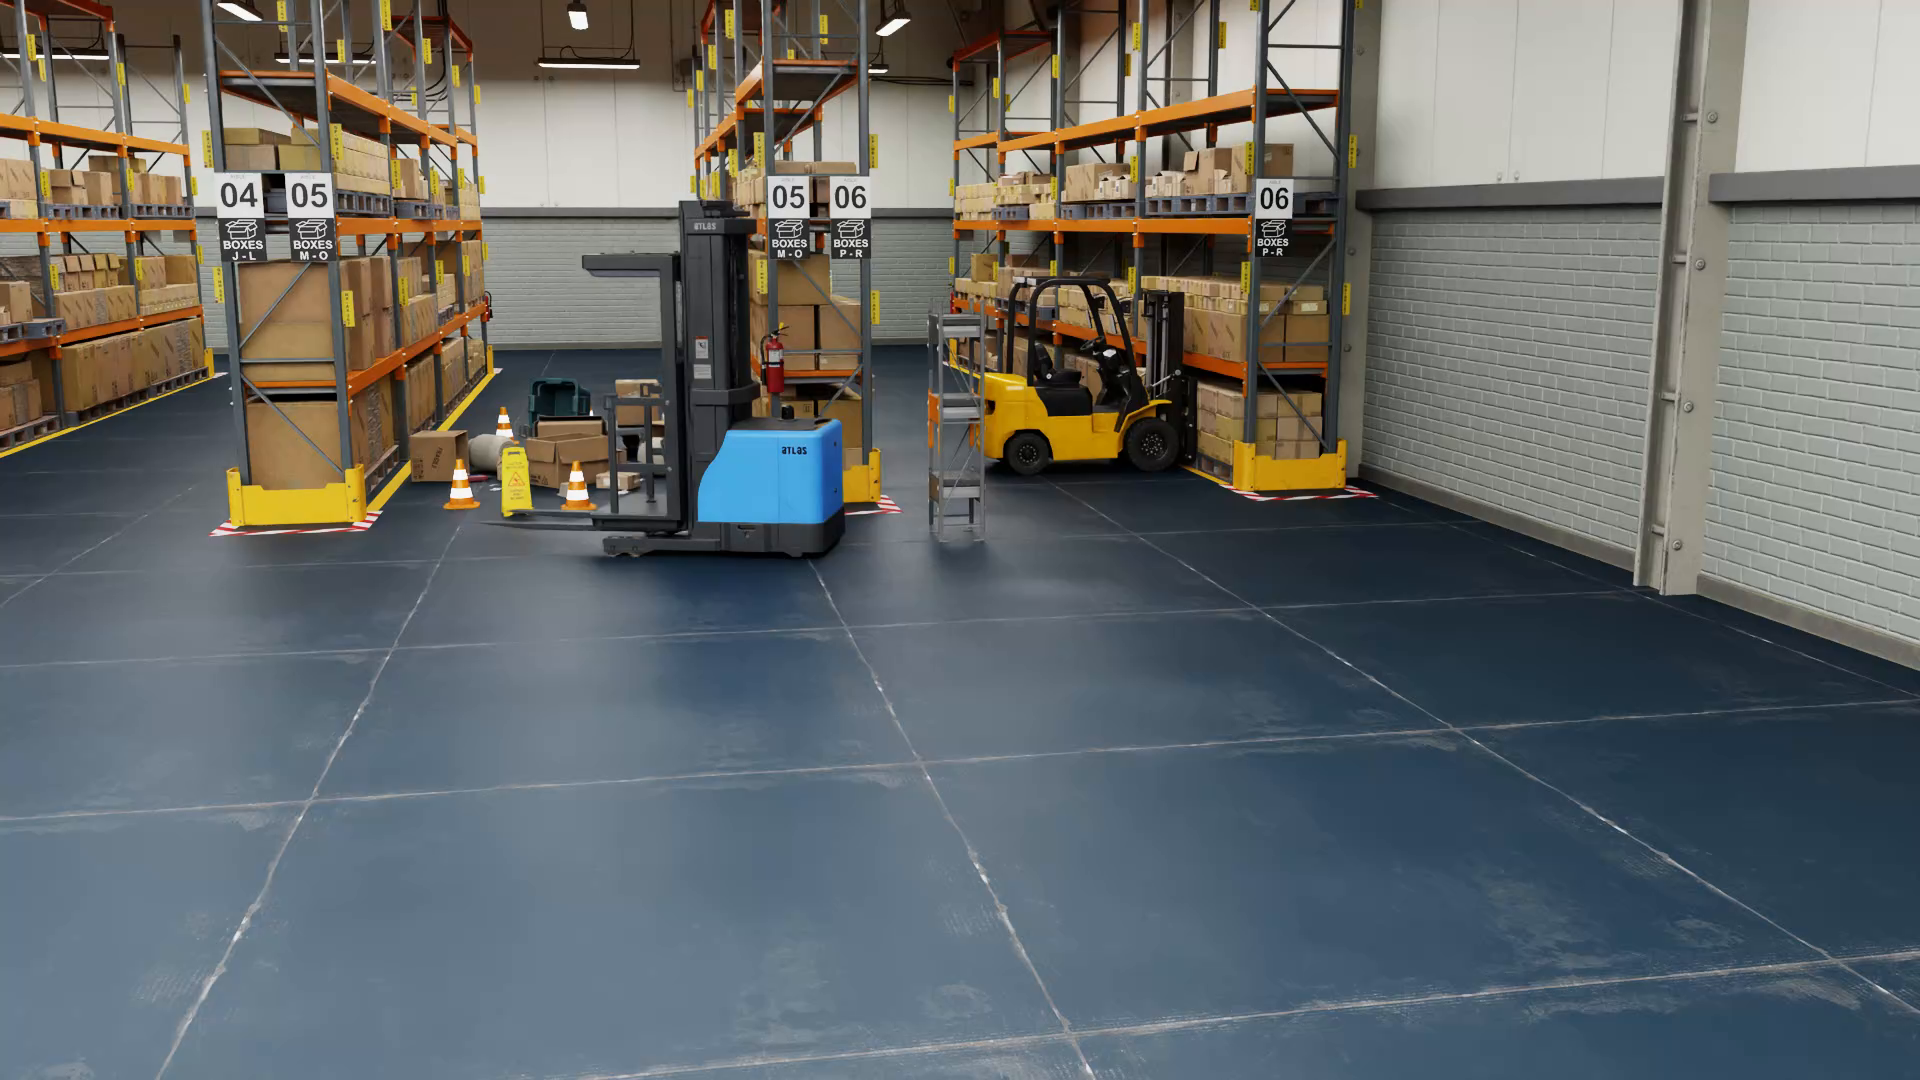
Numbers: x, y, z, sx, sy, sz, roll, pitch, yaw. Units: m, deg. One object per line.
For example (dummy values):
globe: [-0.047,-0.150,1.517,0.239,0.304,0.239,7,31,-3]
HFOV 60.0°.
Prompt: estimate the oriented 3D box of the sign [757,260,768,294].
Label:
sign: [-1.929,-2.566,16.212,0.100,0.325,0.005,-2,11,-11]

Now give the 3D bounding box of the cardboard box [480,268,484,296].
cardboard box: [-8.988,-4.716,30.390,0.500,0.500,0.500,-2,11,-10]

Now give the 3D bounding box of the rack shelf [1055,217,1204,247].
rack shelf: [2.321,-4.260,22.957,1.077,0.370,4.000,-2,11,-11]

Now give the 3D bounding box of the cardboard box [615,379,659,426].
cardboard box: [-3.899,-1.665,20.085,0.500,0.500,0.500,-2,11,-11]

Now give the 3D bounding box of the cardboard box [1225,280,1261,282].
cardboard box: [3.304,-2.956,19.405,0.380,0.149,0.250,-2,11,-9]

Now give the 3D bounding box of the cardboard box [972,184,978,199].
cardboard box: [0.516,-6.396,30.525,0.500,0.250,0.500,-2,11,-9]

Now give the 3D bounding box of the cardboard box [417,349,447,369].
cardboard box: [-7.669,-2.609,23.937,0.500,0.250,0.500,-3,11,-14]

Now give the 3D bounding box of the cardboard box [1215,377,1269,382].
cardboard box: [3.299,-1.759,19.472,0.500,0.250,0.500,-2,11,-12]

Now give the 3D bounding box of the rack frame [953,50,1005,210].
rack frame: [0.376,-7.921,32.245,1.000,3.000,0.127,-2,11,-11]

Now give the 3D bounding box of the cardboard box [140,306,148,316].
cardboard box: [-13.166,-3.641,26.478,0.380,0.149,0.250,-2,11,-11]

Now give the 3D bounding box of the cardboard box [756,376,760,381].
cardboard box: [-2.025,-1.698,18.083,0.380,0.149,0.250,-2,11,-9]

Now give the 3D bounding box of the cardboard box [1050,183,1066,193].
cardboard box: [1.575,-5.301,25.040,0.380,0.149,0.250,-2,11,-9]

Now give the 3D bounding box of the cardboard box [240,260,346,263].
cardboard box: [-6.448,-2.431,16.155,0.875,0.550,0.550,-2,11,-11]

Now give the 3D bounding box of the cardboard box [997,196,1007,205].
cardboard box: [0.838,-5.728,28.026,0.380,0.149,0.250,-2,11,-10]

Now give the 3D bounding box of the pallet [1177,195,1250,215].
pallet: [3.135,-3.824,18.980,1.003,0.211,1.213,-2,11,-11]

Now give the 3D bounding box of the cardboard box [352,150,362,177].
cardboard box: [-6.257,-3.744,16.539,0.500,0.250,0.500,-2,11,-11]

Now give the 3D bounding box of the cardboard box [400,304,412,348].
cardboard box: [-6.833,-2.549,19.796,0.500,0.500,0.500,-2,11,-10]

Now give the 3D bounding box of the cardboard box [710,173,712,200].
cardboard box: [-3.564,-5.367,25.459,0.500,0.500,0.500,-2,11,-10]

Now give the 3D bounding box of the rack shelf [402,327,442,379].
rack shelf: [-7.383,-2.407,21.242,1.077,0.370,4.000,-2,11,-11]

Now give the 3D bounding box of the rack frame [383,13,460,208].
rack frame: [-8.550,-6.807,26.395,1.000,3.000,0.127,-2,11,-11]

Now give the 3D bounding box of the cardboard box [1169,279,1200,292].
cardboard box: [2.705,-3.029,19.790,0.380,0.149,0.250,-2,11,-12]

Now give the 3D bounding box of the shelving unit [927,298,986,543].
shelving unit: [-0.032,-1.062,14.660,0.431,2.100,0.503,-2,11,-11]

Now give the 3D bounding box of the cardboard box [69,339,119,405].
cardboard box: [-12.937,-2.419,23.940,1.225,0.875,0.875,-2,11,-11]

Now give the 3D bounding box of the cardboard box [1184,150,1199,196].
cardboard box: [2.985,-4.191,19.007,0.797,0.503,0.637,-2,11,-9]

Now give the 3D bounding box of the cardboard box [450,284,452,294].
cardboard box: [-8.181,-3.930,26.074,0.380,0.149,0.250,-2,11,-9]

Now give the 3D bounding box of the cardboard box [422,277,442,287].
cardboard box: [-7.929,-3.835,24.779,0.380,0.149,0.250,-2,11,-9]

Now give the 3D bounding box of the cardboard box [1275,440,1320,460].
cardboard box: [3.584,-0.992,18.117,0.500,0.250,0.500,-2,11,-11]

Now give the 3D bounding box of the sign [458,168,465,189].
sign: [-8.007,-5.802,26.700,0.100,0.325,0.005,-2,11,-11]

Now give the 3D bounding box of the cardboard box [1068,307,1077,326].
cardboard box: [1.871,-3.250,24.151,0.500,0.250,0.500,-2,11,-12]

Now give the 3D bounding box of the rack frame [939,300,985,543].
rack frame: [0.015,-1.017,14.425,0.400,2.100,0.015,-2,11,-11]

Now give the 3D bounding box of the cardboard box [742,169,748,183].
cardboard box: [-2.271,-4.119,18.834,0.380,0.149,0.250,-2,11,-11]

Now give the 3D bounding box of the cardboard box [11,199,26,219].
cardboard box: [-12.214,-4.196,21.098,0.500,0.250,0.500,-2,11,-11]

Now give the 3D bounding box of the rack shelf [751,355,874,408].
rack shelf: [-1.770,-1.871,18.431,1.077,0.370,4.000,-2,11,-11]

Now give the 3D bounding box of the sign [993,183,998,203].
sign: [0.623,-5.947,28.512,0.100,0.325,0.005,-2,11,-11]

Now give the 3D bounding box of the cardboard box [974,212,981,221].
cardboard box: [0.466,-5.927,30.462,0.380,0.149,0.250,-2,11,-10]

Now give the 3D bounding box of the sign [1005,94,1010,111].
sign: [0.924,-8.474,32.229,0.100,0.325,0.005,-2,11,-11]

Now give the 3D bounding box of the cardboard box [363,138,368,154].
cardboard box: [-6.315,-4.056,17.113,0.380,0.149,0.250,-2,11,-10]

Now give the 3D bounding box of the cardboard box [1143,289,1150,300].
cardboard box: [2.514,-3.073,20.815,0.380,0.149,0.250,-2,11,-12]

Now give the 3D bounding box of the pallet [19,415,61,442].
pallet: [-12.507,-1.452,21.759,1.003,0.211,1.213,-2,11,-11]

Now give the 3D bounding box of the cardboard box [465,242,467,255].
cardboard box: [-8.515,-4.733,27.804,0.500,0.500,0.500,-2,11,-13]

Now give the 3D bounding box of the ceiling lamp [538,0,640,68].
ceiling lamp: [-7.393,-11.011,32.870,2.000,3.185,0.800,-2,11,-11]

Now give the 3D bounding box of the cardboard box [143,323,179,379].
cardboard box: [-13.660,-3.150,27.784,0.875,0.875,0.875,-2,11,-11]

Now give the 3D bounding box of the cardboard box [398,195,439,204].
cardboard box: [-7.622,-4.764,23.413,0.500,0.500,0.500,-2,11,-11]

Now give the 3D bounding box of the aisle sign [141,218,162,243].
aisle sign: [-14.521,-5.712,29.729,0.394,0.787,0.004,-2,11,-11]

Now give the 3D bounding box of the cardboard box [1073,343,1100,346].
cardboard box: [2.022,-3.056,26.558,0.380,0.149,0.250,-3,11,-14]

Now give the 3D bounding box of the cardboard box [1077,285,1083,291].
cardboard box: [1.896,-3.663,23.914,0.380,0.149,0.250,-2,11,-10]

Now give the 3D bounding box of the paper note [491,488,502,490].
paper note: [-4.848,-0.542,17.466,0.144,0.017,0.142,2,11,9]

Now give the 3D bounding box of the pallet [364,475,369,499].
pallet: [-6.449,-0.433,16.409,1.003,0.211,1.213,-2,11,-11]

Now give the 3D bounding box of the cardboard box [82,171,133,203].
cardboard box: [-13.646,-5.618,26.510,0.700,0.500,0.500,-3,11,-14]

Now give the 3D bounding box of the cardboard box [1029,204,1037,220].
cardboard box: [1.398,-5.176,26.245,0.500,0.250,0.500,-2,11,-11]

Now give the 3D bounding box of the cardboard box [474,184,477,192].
cardboard box: [-8.975,-6.385,30.196,0.380,0.149,0.250,-2,11,-12]

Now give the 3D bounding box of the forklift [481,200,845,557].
forklift: [-2.569,-1.394,14.182,3.031,2.935,1.130,1,11,7]

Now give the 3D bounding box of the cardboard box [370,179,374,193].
cardboard box: [-6.360,-3.710,17.425,0.380,0.149,0.250,-2,11,-12]
